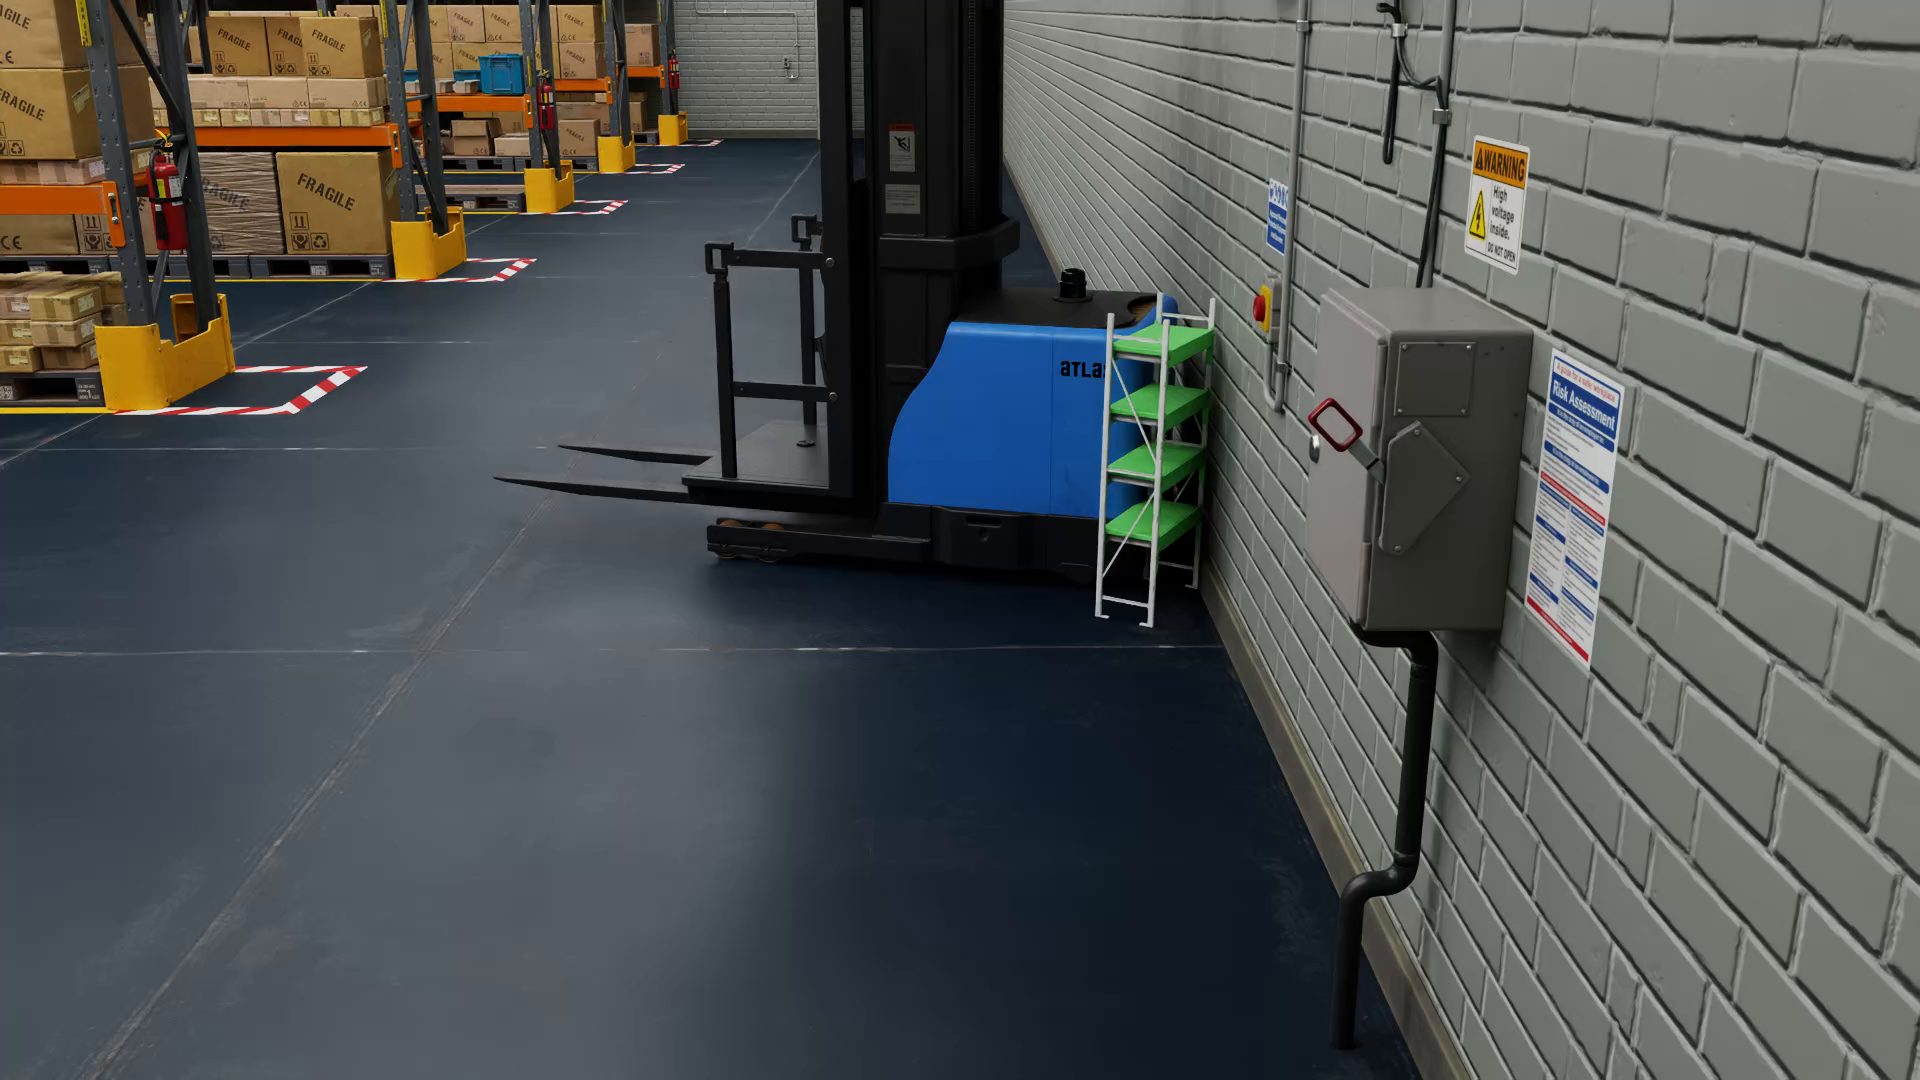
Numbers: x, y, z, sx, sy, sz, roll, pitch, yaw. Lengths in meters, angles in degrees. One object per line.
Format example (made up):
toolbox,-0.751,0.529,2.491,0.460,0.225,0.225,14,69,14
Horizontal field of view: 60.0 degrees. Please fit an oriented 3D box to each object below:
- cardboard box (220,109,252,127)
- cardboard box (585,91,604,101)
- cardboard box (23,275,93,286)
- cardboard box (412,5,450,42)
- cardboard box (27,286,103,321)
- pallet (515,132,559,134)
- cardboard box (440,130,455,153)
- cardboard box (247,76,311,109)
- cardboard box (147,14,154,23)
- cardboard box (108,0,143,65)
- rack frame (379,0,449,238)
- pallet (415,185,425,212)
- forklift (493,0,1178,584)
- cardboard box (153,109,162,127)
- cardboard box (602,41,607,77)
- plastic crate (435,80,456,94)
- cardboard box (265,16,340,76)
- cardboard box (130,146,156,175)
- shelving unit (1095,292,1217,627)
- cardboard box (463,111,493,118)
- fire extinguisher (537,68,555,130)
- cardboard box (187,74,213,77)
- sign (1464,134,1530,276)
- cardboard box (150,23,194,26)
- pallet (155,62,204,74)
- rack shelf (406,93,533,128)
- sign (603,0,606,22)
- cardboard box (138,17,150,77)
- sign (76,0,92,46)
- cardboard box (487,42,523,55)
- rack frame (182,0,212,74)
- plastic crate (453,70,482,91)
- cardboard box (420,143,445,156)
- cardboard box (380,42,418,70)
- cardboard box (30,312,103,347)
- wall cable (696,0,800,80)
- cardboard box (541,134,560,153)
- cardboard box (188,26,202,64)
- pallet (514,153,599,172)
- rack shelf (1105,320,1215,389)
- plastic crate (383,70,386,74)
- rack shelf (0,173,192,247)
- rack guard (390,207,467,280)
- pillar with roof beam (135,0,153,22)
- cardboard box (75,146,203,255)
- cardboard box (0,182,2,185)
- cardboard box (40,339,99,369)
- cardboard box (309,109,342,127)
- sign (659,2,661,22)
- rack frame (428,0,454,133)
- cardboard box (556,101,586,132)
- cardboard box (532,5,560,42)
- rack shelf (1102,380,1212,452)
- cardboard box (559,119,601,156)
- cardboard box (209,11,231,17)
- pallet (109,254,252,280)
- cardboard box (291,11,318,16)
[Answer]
cardboard box,-6.200,-3.664,14.396,0.250,0.149,0.380,-1,18,-2
cardboard box,-6.396,-7.773,29.134,0.250,0.149,0.380,0,18,0
cardboard box,-5.654,-1.565,10.446,0.250,0.149,0.380,0,18,0
cardboard box,-7.475,-7.343,23.651,0.500,0.500,0.500,-1,18,-2
cardboard box,-5.376,-1.422,10.000,0.250,0.149,0.380,0,18,0
pallet,-7.078,-7.070,29.165,1.213,0.211,1.003,0,18,-1
cardboard box,-7.665,-5.920,24.698,0.500,0.311,0.500,0,18,-1
cardboard box,-5.815,-3.876,14.403,0.500,0.250,0.500,-1,18,-2
cardboard box,-13.727,-8.941,28.486,0.250,0.149,0.380,-3,18,-10
cardboard box,-5.304,-3.121,10.002,0.500,0.500,0.500,0,18,-1
rack frame,-4.828,-3.892,14.693,0.127,3.000,1.000,0,18,-1
pallet,-6.948,-4.079,19.843,1.213,0.211,1.003,0,18,-1
forklift,-0.600,-1.446,7.183,3.031,2.935,1.130,5,18,15
cardboard box,-6.968,-3.661,14.384,0.250,0.149,0.380,-1,18,-2
cardboard box,-5.428,-7.043,24.354,0.500,0.500,0.500,0,18,0
plastic crate,-6.009,-5.251,19.264,0.243,0.136,0.396,0,18,-1
cardboard box,-5.812,-4.397,14.798,0.500,0.500,0.500,-1,18,-2
cardboard box,-5.180,-2.355,10.315,0.250,0.149,0.380,0,18,-1
shelving unit,0.763,-0.319,6.487,0.258,1.200,0.503,11,21,26
cardboard box,-8.313,-7.393,29.012,0.500,0.500,0.700,0,18,0
fire extinguisher,-4.748,-5.052,19.047,0.183,0.674,0.296,0,18,-1
cardboard box,-6.856,-4.032,14.889,0.500,0.250,0.500,-1,18,-2
sign,1.060,-0.668,3.292,0.001,0.242,0.339,0,18,-1
cardboard box,-13.531,-8.643,28.622,0.500,0.500,0.700,-2,18,-7
pallet,-11.035,-6.798,24.067,1.213,0.211,1.003,0,18,-1
rack shelf,-6.906,-5.052,19.488,4.000,0.370,1.077,0,18,-1
sign,-4.992,-7.449,23.371,0.005,0.325,0.100,0,18,-1
cardboard box,-7.332,-4.228,14.272,0.500,0.500,0.500,-1,18,-3
sign,-4.862,-2.908,9.215,0.005,0.325,0.100,0,18,-1
cardboard box,-6.442,-6.875,23.830,0.500,0.500,0.500,0,18,0
rack frame,-8.906,-5.385,19.348,0.127,3.000,1.000,0,18,-1
plastic crate,-5.816,-5.449,19.725,0.300,0.233,0.416,0,18,-1
cardboard box,-7.692,-5.701,24.253,0.250,0.166,0.380,0,18,-1
cardboard box,-7.954,-6.868,23.808,0.500,0.500,0.500,0,18,0
cardboard box,-5.374,-1.271,10.015,0.250,0.149,0.380,-1,18,-2
wall cable,-3.797,-9.209,29.606,1.851,1.984,0.084,0,18,-1
cardboard box,-6.029,-5.899,24.732,0.500,0.250,0.500,0,18,-1
cardboard box,-10.746,-7.118,23.900,0.500,0.500,0.700,-5,18,-15
pallet,-5.854,-5.585,24.537,1.213,0.211,1.003,0,18,-1
rack shelf,0.768,-0.712,6.351,0.258,0.148,0.480,11,21,26
plastic crate,-6.775,-5.445,19.710,0.300,0.233,0.416,0,18,-1
rack shelf,-6.850,-2.024,10.049,4.000,0.370,1.077,0,18,-1
rack guard,-4.804,-2.701,15.075,0.348,0.500,1.175,0,18,-1
pillar with roof beam,-14.307,-10.191,24.510,0.400,9.000,9.100,0,18,-1
cardboard box,-7.266,-3.044,14.840,0.875,0.875,0.875,0,18,-1
cardboard box,-5.672,-2.173,9.747,0.250,0.149,0.380,0,18,-1
cardboard box,-5.374,-1.152,10.134,0.250,0.149,0.380,0,18,0
cardboard box,-5.439,-3.668,14.407,0.250,0.149,0.380,0,18,0
sign,-5.068,-8.928,28.111,0.005,0.325,0.100,0,18,-1
rack frame,-9.062,-8.411,28.781,0.127,3.000,1.000,0,18,-1
cardboard box,-6.764,-7.401,29.037,0.500,0.500,0.700,-1,18,-3
cardboard box,-5.926,-7.352,23.680,0.500,0.500,0.500,0,18,1
rack shelf,0.765,-0.485,6.430,0.258,0.148,0.480,11,21,26
cardboard box,-5.520,-5.859,24.197,0.500,0.500,0.500,0,18,-1
cardboard box,-12.575,-8.871,28.304,0.500,0.250,0.500,0,18,0
pallet,-6.843,-2.531,15.017,1.213,0.211,1.003,0,18,-1
cardboard box,-11.056,-8.882,28.337,0.500,0.250,0.500,-1,18,-2
